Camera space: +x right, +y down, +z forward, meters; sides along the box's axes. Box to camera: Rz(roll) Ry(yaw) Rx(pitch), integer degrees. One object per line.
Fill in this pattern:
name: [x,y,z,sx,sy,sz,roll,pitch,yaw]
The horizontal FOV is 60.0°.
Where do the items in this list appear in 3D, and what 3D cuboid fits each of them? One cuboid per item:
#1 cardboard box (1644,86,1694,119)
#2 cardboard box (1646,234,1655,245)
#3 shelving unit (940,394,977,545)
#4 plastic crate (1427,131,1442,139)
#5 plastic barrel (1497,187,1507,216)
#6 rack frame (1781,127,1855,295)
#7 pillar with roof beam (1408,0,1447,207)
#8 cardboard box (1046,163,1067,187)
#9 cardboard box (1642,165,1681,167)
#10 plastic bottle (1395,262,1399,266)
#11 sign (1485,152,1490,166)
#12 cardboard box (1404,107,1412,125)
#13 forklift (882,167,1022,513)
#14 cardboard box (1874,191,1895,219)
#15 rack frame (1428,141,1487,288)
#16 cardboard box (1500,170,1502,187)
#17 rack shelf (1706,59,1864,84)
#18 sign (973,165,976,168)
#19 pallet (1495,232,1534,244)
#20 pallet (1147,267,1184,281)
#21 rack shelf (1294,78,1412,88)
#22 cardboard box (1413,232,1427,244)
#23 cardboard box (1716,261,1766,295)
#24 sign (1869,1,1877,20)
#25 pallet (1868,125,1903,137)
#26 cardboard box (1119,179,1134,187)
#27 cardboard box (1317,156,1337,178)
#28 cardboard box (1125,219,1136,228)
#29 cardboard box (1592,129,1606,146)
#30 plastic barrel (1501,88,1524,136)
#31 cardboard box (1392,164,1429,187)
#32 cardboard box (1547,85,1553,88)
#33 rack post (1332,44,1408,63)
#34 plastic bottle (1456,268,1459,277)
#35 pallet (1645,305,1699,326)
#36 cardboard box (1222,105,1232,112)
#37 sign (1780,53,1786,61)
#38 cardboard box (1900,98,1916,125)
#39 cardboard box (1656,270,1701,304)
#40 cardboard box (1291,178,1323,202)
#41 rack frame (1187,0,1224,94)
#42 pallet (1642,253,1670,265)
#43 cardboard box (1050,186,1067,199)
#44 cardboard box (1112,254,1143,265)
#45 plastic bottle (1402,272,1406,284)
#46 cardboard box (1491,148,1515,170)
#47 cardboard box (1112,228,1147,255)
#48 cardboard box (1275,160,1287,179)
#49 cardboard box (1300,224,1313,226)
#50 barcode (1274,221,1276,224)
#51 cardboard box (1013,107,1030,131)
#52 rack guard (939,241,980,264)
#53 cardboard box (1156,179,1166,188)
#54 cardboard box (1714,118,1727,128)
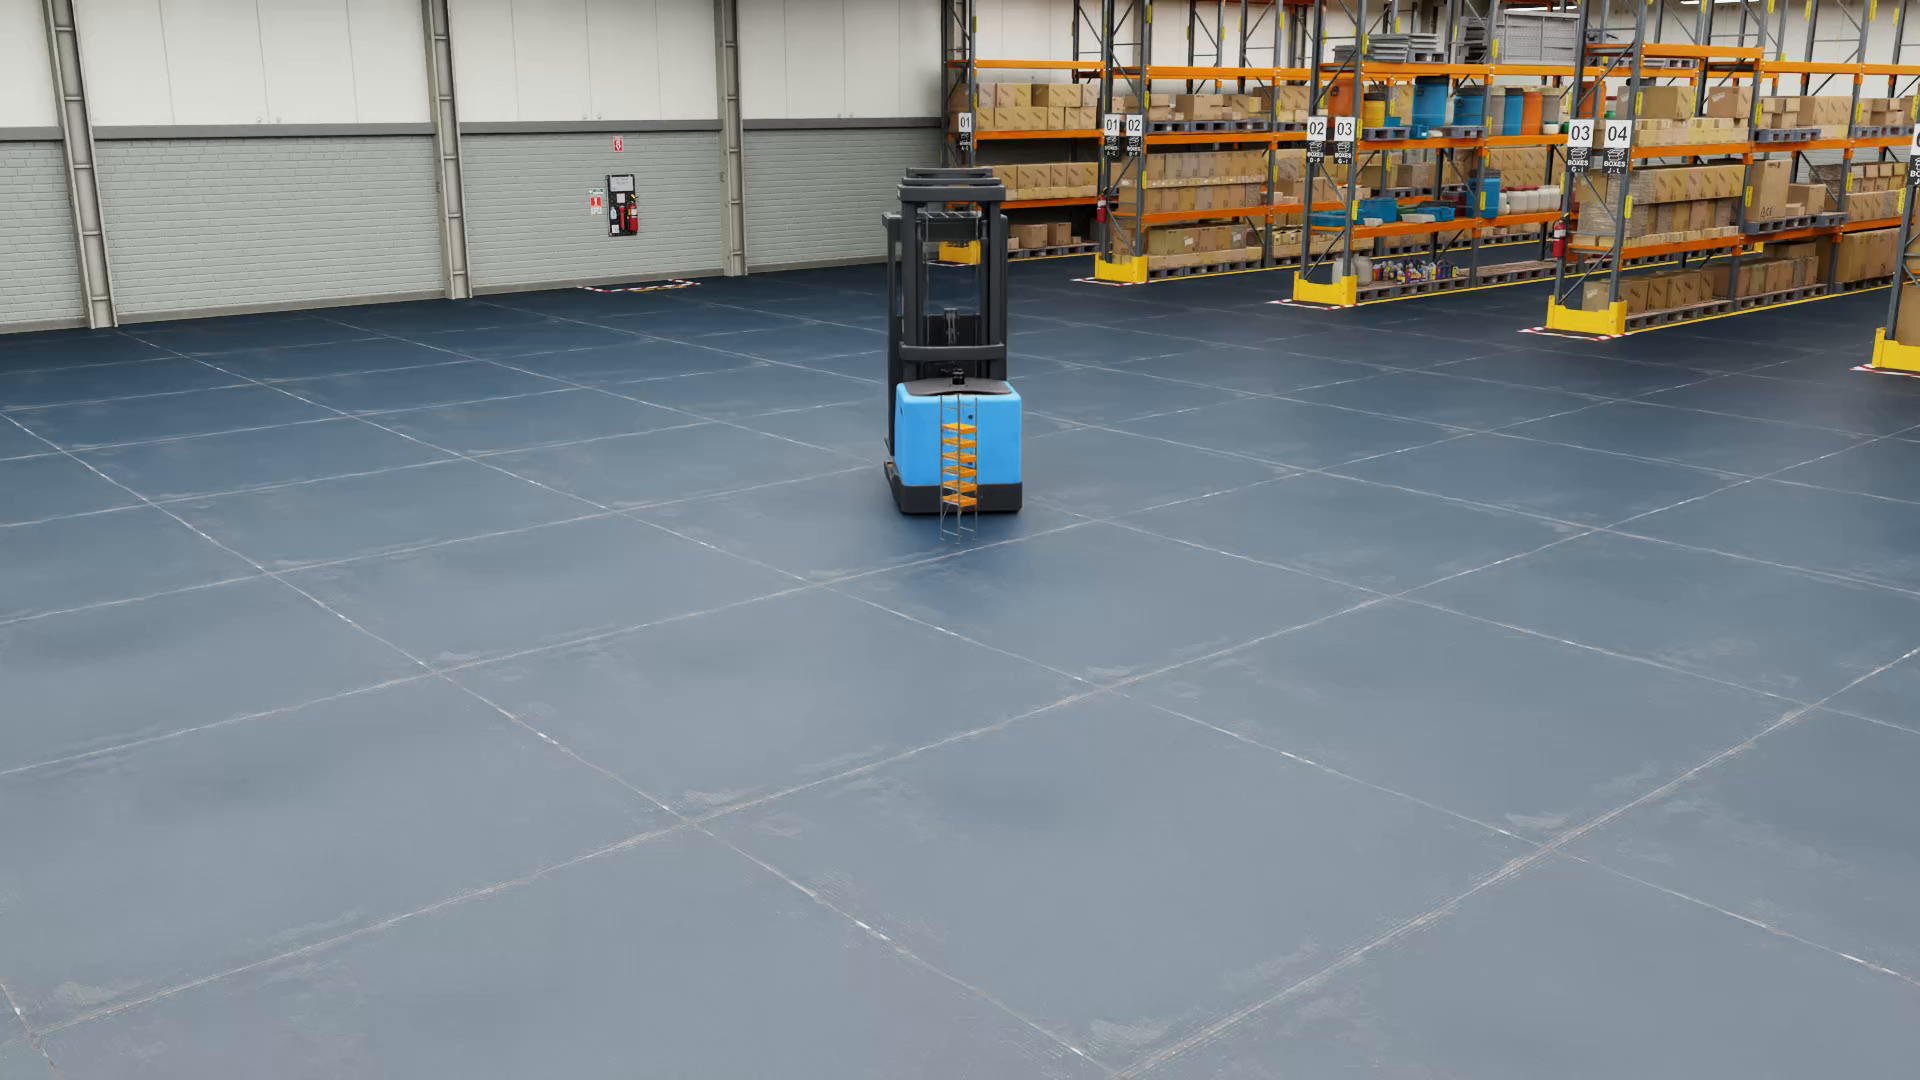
cardboard box: [11.016,-6.797,25.832,0.500,0.500,0.500,-13,20,-40]
cardboard box: [10.665,-4.720,26.096,0.250,0.149,0.380,-13,19,-39]
shelving unit: [-0.011,-0.577,13.586,0.189,1.200,0.258,-13,19,-39]
plastic crate: [8.540,-7.328,30.072,0.396,0.136,0.243,-13,19,-39]
plastic barrel: [10.351,-6.542,32.167,0.433,0.535,0.433,0,15,0]
rack frame: [15.754,-6.071,30.664,0.127,3.000,1.000,-13,19,-39]
pillar with roof beam: [16.330,-13.005,44.999,0.548,9.000,9.100,-13,19,-39]
cardboard box: [2.069,-8.276,37.720,0.500,0.500,0.500,-13,20,-41]
cardboard box: [11.477,-5.872,27.212,0.500,0.500,0.500,-13,19,-39]
plastic bottle: [8.310,-5.150,31.627,0.133,0.283,0.061,-12,19,-37]
sign: [12.639,-9.129,39.872,0.005,0.325,0.100,-13,19,-39]
cardboard box: [9.946,-9.664,38.111,0.500,0.500,0.910,-13,19,-39]
forklift: [-0.142,-1.978,15.475,1.130,2.935,3.031,-2,15,-6]
cardboard box: [17.450,-6.408,31.733,0.500,0.500,0.500,-13,19,-39]
rack frame: [9.485,-6.357,31.737,0.127,3.000,1.000,-13,19,-39]
cardboard box: [12.835,-8.759,40.535,0.500,0.500,0.500,-12,19,-38]
rack shelf: [14.245,-8.089,28.766,4.000,0.370,1.077,-13,19,-39]
sign: [0.321,-7.921,35.914,0.005,0.325,0.100,-13,19,-39]
pallet: [13.711,-7.654,41.996,1.213,0.211,1.003,-13,19,-39]
pallet: [3.769,-5.435,33.688,1.213,0.211,1.003,-13,19,-39]
rack shelf: [10.526,-12.338,44.670,4.000,0.370,1.077,-13,19,-39]
cardboard box: [10.558,-7.200,38.883,0.500,0.500,0.500,-13,20,-40]
cardboard box: [13.586,-4.575,29.056,0.500,0.500,0.700,-13,20,-40]
sign: [16.118,-9.355,29.370,0.005,0.325,0.100,-13,19,-39]
pallet: [17.047,-7.738,31.460,1.213,0.211,1.003,-12,19,-37]
cardboard box: [3.382,-7.108,33.098,0.250,0.149,0.380,-13,20,-40]
cardboard box: [9.437,-9.875,44.325,0.700,0.700,0.980,-12,19,-39]
cardboard box: [3.883,-7.516,40.067,0.500,0.500,0.700,-13,20,-40]
cardboard box: [9.916,-6.223,25.714,0.500,0.250,0.500,-12,19,-38]
plastic barrel: [10.713,-8.399,32.596,0.708,0.901,0.600,-13,19,-39]
cardboard box: [10.471,-8.497,38.742,0.500,0.500,0.700,-9,17,-29]
cardboard box: [14.480,-11.177,41.838,0.500,0.500,0.700,-13,19,-39]
rack post: [7.122,-8.440,28.877,0.954,0.300,0.937,-10,18,-33]
plastic bottle: [9.416,-5.096,31.584,0.097,0.201,0.097,0,15,0]
pallet: [11.332,-3.717,27.258,1.213,0.211,1.003,-13,19,-39]
cardboard box: [5.276,-8.873,34.432,0.500,0.311,0.500,-14,20,-42]
sign: [18.911,-11.028,38.224,0.005,0.325,0.100,-13,19,-39]
cardboard box: [18.341,-8.348,32.372,0.500,0.500,0.700,-12,19,-38]
cardboard box: [11.982,-4.230,27.802,0.500,0.500,0.500,-6,16,-22]
cardboard box: [7.602,-7.671,36.464,0.500,0.500,0.500,-13,19,-39]
rack frame: [6.000,-11.862,40.720,0.127,3.000,1.000,-13,19,-39]
pallet: [14.911,-6.243,36.712,1.213,0.211,1.003,-13,19,-39]
cardboard box: [2.073,-7.913,37.813,0.500,0.250,0.500,-13,20,-40]
cardboard box: [3.430,-5.667,33.669,0.500,0.250,0.500,-13,19,-39]
plastic bottle: [8.118,-4.804,30.493,0.097,0.201,0.097,0,15,0]
cardboard box: [13.201,-9.321,40.703,0.500,0.500,0.500,-13,20,-41]
cardboard box: [3.428,-6.030,33.574,0.500,0.500,0.500,-13,19,-39]
cardboard box: [8.071,-9.544,42.858,0.500,0.500,0.500,-13,19,-39]
cardboard box: [7.889,-6.937,37.336,0.500,0.311,0.500,-13,20,-41]
barcode: [6.702,-6.753,35.350,0.075,0.075,0.001,-13,19,-39]
cardboard box: [1.199,-9.296,36.695,0.500,0.500,0.500,-12,19,-37]
rack guard: [0.022,-6.413,36.792,0.348,0.500,1.175,-13,19,-39]
cardboard box: [3.854,-7.076,32.978,0.250,0.149,0.380,-13,20,-41]
cardboard box: [12.096,-6.712,26.773,0.250,0.149,0.380,-13,20,-41]
